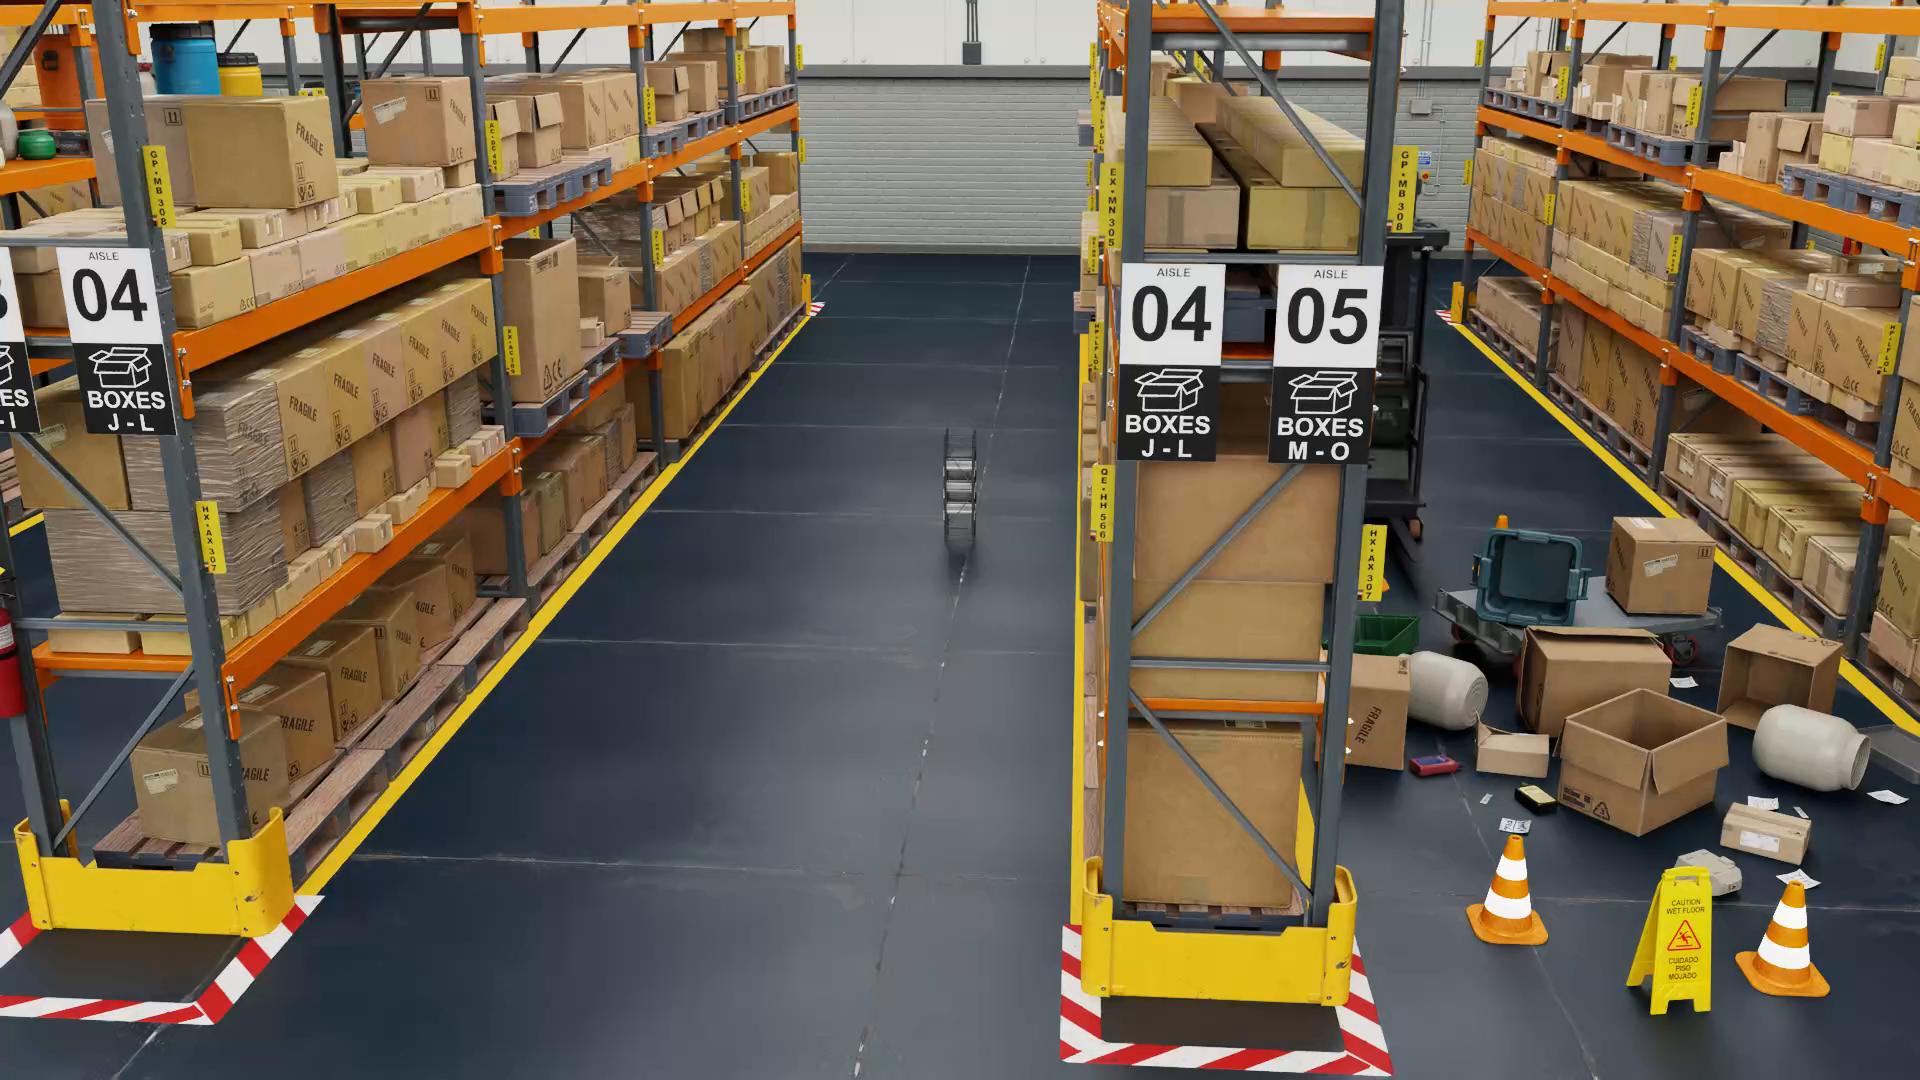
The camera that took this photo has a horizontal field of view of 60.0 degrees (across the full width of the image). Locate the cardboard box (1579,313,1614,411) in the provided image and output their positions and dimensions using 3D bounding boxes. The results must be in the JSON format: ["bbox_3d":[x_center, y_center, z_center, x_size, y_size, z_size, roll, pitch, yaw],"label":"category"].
[{"bbox_3d":[6.913,-1.833,16.937,0.875,0.875,0.875,2,18,6],"label":"cardboard box"}]

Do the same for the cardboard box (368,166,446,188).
[{"bbox_3d":[-3.369,-2.210,10.133,0.380,0.149,0.250,1,18,5],"label":"cardboard box"}]

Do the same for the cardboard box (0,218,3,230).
[{"bbox_3d":[-12.451,-4.076,20.884,0.500,0.500,0.500,1,18,4],"label":"cardboard box"}]

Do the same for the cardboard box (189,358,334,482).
[{"bbox_3d":[-3.456,-0.596,8.181,0.500,0.500,0.500,1,18,4],"label":"cardboard box"}]

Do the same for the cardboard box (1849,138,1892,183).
[{"bbox_3d":[6.300,-2.529,11.073,0.500,0.250,0.500,2,18,5],"label":"cardboard box"}]

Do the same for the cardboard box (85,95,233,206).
[{"bbox_3d":[-3.952,-1.951,8.302,0.500,0.500,0.500,1,18,4],"label":"cardboard box"}]

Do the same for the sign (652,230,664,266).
[{"bbox_3d":[-2.695,-2.600,14.810,0.100,0.325,0.005,1,18,4],"label":"sign"}]

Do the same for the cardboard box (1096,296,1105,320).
[{"bbox_3d":[1.368,-1.711,13.667,0.500,0.500,0.500,1,18,3],"label":"cardboard box"}]

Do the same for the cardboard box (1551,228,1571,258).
[{"bbox_3d":[6.622,-3.154,17.669,0.500,0.250,0.500,1,18,2],"label":"cardboard box"}]

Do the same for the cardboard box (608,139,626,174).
[{"bbox_3d":[-3.048,-3.144,13.623,0.500,0.250,0.500,1,18,4],"label":"cardboard box"}]

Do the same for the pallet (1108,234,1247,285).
[{"bbox_3d":[1.257,-1.464,8.399,1.003,0.211,1.213,1,18,4],"label":"pallet"}]

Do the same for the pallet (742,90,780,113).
[{"bbox_3d":[-2.791,-5.354,20.272,1.003,0.211,1.213,1,18,4],"label":"pallet"}]

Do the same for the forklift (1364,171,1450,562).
[{"bbox_3d":[3.191,-1.505,13.308,1.130,2.935,3.031,1,18,4],"label":"forklift"}]

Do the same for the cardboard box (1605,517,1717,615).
[{"bbox_3d":[4.583,0.164,10.903,0.500,0.500,0.500,1,18,4],"label":"cardboard box"}]

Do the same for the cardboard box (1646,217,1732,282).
[{"bbox_3d":[6.424,-2.565,14.667,0.500,0.500,0.500,1,18,2],"label":"cardboard box"}]

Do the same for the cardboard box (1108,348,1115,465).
[{"bbox_3d":[1.226,-0.680,8.707,0.875,0.550,0.500,1,18,4],"label":"cardboard box"}]

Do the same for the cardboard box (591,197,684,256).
[{"bbox_3d":[-3.119,-3.050,16.143,0.797,0.503,0.637,2,18,5],"label":"cardboard box"}]

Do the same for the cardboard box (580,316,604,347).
[{"bbox_3d":[-3.087,-1.709,13.362,0.396,0.266,0.258,1,18,2],"label":"cardboard box"}]

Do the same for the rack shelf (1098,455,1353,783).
[{"bbox_3d":[1.273,0.250,8.997,1.077,0.370,4.000,1,18,4],"label":"rack shelf"}]

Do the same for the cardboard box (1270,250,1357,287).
[{"bbox_3d":[1.474,-1.123,6.783,0.380,0.149,0.250,1,18,4],"label":"cardboard box"}]

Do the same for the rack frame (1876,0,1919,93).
[{"bbox_3d":[12.172,-7.102,20.644,1.000,3.000,0.127,1,18,4],"label":"rack frame"}]

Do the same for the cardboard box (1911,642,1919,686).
[{"bbox_3d":[6.022,0.817,9.854,0.500,0.250,0.500,2,18,7],"label":"cardboard box"}]

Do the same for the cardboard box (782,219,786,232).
[{"bbox_3d":[-2.432,-4.027,21.299,0.380,0.149,0.250,1,18,3],"label":"cardboard box"}]

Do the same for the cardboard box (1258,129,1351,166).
[{"bbox_3d":[1.527,-1.735,7.370,0.380,0.149,0.250,1,18,4],"label":"cardboard box"}]

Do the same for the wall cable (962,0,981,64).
[{"bbox_3d":[1.180,-10.640,26.278,2.277,5.999,0.120,1,18,4],"label":"wall cable"}]

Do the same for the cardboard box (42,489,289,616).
[{"bbox_3d":[-3.744,0.029,7.880,0.875,0.500,0.500,1,18,4],"label":"cardboard box"}]

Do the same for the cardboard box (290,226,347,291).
[{"bbox_3d":[-3.448,-1.424,8.377,0.500,0.250,0.500,1,18,4],"label":"cardboard box"}]

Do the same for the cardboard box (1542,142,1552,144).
[{"bbox_3d":[7.407,-4.837,20.558,0.380,0.149,0.250,2,18,5],"label":"cardboard box"}]

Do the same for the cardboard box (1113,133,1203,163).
[{"bbox_3d":[0.853,-1.672,7.178,0.380,0.149,0.250,2,18,5],"label":"cardboard box"}]

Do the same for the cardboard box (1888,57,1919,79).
[{"bbox_3d":[11.890,-5.852,20.607,0.500,0.250,0.500,1,18,3],"label":"cardboard box"}]

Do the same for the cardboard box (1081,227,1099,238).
[{"bbox_3d":[1.411,-3.046,16.677,0.380,0.149,0.250,2,18,6],"label":"cardboard box"}]

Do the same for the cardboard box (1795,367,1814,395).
[{"bbox_3d":[6.156,-1.121,11.757,0.380,0.149,0.250,1,18,4],"label":"cardboard box"}]

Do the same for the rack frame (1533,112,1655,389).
[{"bbox_3d":[6.934,-3.118,18.122,1.000,3.000,0.127,1,18,4],"label":"rack frame"}]

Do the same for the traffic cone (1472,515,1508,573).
[{"bbox_3d":[4.077,0.043,12.548,0.336,0.463,0.334,1,18,4],"label":"traffic cone"}]

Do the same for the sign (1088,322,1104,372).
[{"bbox_3d":[0.874,-1.234,10.640,0.100,0.325,0.005,1,18,4],"label":"sign"}]

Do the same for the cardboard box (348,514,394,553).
[{"bbox_3d":[-3.348,-0.040,9.131,0.380,0.149,0.250,1,18,4],"label":"cardboard box"}]

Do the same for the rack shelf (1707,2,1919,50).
[{"bbox_3d":[6.504,-3.574,11.675,1.077,0.370,4.000,1,18,4],"label":"rack shelf"}]

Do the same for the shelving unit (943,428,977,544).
[{"bbox_3d":[0.001,-0.430,13.291,0.258,0.900,0.210,1,18,4],"label":"shelving unit"}]

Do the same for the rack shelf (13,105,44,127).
[{"bbox_3d":[-12.687,-5.266,21.016,1.077,0.370,4.000,1,18,4],"label":"rack shelf"}]

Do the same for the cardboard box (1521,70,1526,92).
[{"bbox_3d":[7.064,-5.527,19.964,0.500,0.311,0.500,2,18,5],"label":"cardboard box"}]

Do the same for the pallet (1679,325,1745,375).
[{"bbox_3d":[6.703,-1.561,13.678,1.213,0.211,1.003,1,18,4],"label":"pallet"}]

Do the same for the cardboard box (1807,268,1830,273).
[{"bbox_3d":[6.831,-1.799,12.784,0.500,0.500,0.500,0,18,0],"label":"cardboard box"}]

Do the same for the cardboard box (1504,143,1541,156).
[{"bbox_3d":[6.872,-4.761,20.328,0.380,0.149,0.250,1,18,4],"label":"cardboard box"}]

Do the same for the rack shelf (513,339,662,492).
[{"bbox_3d":[-3.380,-1.134,13.222,1.077,0.370,4.000,1,18,4],"label":"rack shelf"}]

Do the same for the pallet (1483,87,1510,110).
[{"bbox_3d":[7.178,-5.513,20.756,1.003,0.211,1.213,1,18,4],"label":"pallet"}]

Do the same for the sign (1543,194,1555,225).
[{"bbox_3d":[6.381,-3.579,18.011,0.100,0.325,0.005,1,18,4],"label":"sign"}]

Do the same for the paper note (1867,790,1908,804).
[{"bbox_3d":[5.079,1.401,9.098,0.142,0.019,0.148,-5,19,-15],"label":"paper note"}]

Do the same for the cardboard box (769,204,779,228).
[{"bbox_3d":[-2.540,-4.018,20.631,0.500,0.250,0.500,1,18,4],"label":"cardboard box"}]

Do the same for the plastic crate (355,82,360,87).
[{"bbox_3d":[-7.909,-5.942,22.133,0.497,0.269,0.590,1,18,4],"label":"plastic crate"}]

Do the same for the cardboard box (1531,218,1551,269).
[{"bbox_3d":[6.713,-3.315,18.563,0.500,0.500,0.500,1,18,4],"label":"cardboard box"}]

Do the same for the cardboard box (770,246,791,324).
[{"bbox_3d":[-2.695,-3.288,21.379,0.875,0.875,0.875,1,18,4],"label":"cardboard box"}]

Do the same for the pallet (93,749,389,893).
[{"bbox_3d":[-3.711,1.438,8.697,1.003,0.211,1.213,1,18,4],"label":"pallet"}]

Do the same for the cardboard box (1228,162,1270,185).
[{"bbox_3d":[1.455,-1.515,7.339,0.500,0.250,0.500,1,18,3],"label":"cardboard box"}]
